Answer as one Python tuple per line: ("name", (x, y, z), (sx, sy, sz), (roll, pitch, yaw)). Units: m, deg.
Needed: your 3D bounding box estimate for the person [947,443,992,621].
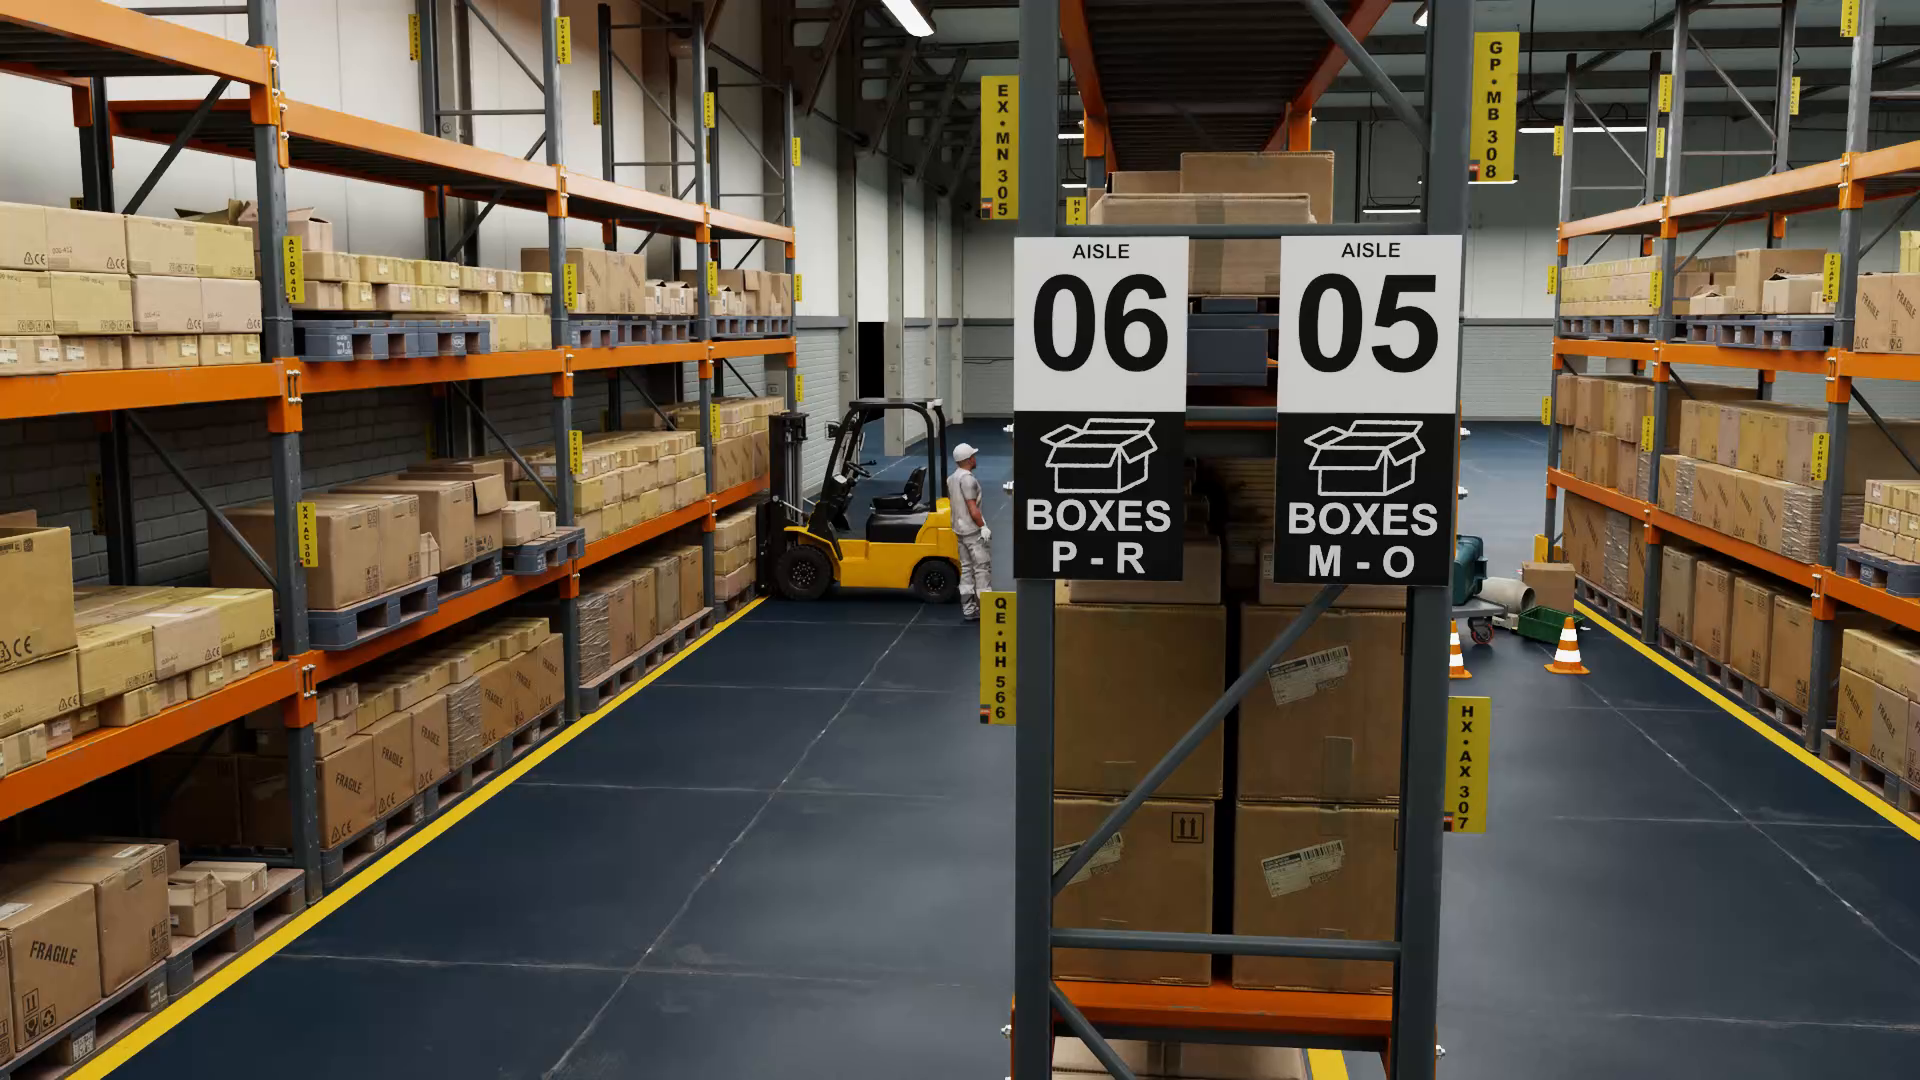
("person", (0.179, -0.081, 16.740), (0.565, 1.787, 0.638), (-3, 8, -23))
